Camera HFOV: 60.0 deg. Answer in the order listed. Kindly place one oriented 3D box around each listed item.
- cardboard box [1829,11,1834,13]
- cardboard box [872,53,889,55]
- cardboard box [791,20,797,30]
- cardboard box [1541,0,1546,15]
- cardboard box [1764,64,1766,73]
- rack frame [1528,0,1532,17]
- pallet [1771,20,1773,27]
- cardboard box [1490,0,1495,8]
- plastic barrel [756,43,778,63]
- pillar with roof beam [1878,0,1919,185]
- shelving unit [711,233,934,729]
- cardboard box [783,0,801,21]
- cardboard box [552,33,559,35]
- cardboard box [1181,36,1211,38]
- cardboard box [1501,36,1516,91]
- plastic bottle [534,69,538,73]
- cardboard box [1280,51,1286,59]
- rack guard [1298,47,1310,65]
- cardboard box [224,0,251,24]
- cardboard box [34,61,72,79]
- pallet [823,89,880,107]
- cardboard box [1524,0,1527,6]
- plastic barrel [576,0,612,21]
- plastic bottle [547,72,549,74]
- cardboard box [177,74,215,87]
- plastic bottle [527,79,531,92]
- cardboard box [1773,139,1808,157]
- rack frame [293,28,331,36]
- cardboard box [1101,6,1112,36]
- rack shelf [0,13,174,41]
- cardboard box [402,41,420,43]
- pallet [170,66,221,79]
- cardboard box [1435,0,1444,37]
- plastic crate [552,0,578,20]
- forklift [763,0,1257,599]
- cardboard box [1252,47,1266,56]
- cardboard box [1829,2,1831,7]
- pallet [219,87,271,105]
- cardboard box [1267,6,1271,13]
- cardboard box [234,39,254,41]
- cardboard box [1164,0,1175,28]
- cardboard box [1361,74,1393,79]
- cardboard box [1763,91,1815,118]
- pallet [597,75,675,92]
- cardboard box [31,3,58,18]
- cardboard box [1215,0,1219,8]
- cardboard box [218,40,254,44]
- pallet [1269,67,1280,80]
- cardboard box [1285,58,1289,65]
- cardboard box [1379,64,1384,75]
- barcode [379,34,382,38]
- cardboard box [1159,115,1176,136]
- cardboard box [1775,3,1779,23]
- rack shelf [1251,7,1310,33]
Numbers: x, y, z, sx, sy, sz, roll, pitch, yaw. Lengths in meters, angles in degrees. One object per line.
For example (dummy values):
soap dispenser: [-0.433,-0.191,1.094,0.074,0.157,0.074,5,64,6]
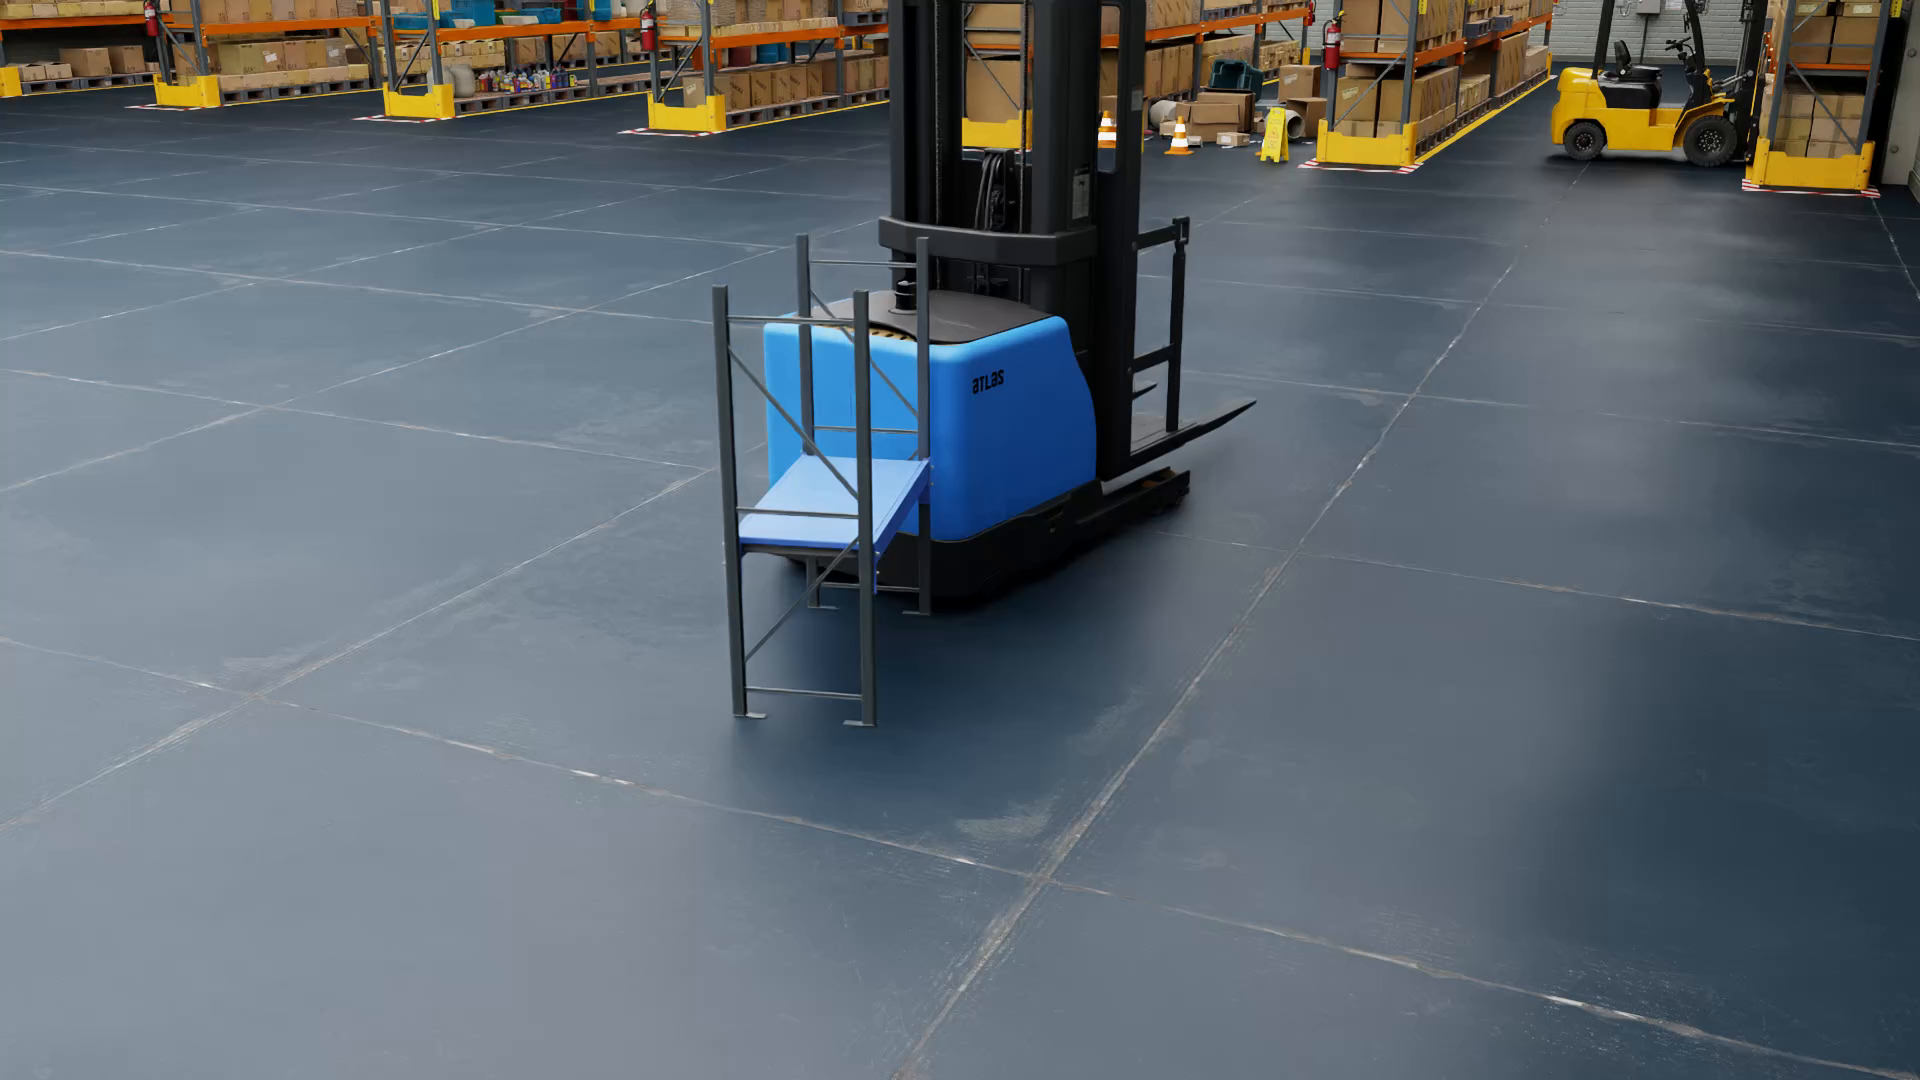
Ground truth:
cardboard box: [10.596,-6.033,19.806,0.500,0.500,0.500,9,21,24]
cardboard box: [-1.237,-8.539,30.075,0.700,0.500,0.500,7,21,18]
cardboard box: [-2.780,-8.065,26.046,0.380,0.149,0.250,9,21,23]
cardboard box: [10.975,-10.367,31.995,0.500,0.500,0.500,9,22,24]
cardboard box: [13.405,-7.500,27.186,0.500,0.500,0.500,8,21,21]
rack frame: [9.914,-9.751,30.410,1.000,3.000,0.127,9,21,23]
pallet: [13.598,-8.353,26.766,1.003,0.211,1.213,9,21,23]
cardboard box: [7.936,-8.422,25.454,0.500,0.500,0.500,7,21,19]
plastic barrel: [-4.174,-10.619,35.356,0.600,0.901,0.708,9,21,23]
pillar with roof beam: [6.710,-8.909,19.090,9.100,9.000,0.400,9,21,23]
shelving unit: [-0.449,-0.252,5.938,0.538,1.500,1.048,3,20,9]
cardboard box: [-2.993,-8.409,26.043,0.875,0.500,0.500,9,21,23]
cardboard box: [-9.198,-11.280,36.666,0.500,0.250,0.500,8,21,22]
cardboard box: [4.384,-9.265,31.028,0.500,0.250,0.500,9,22,25]
cardboard box: [9.004,-8.197,28.585,0.875,0.875,0.875,9,21,23]
plastic bottle: [-7.462,-8.118,29.216,0.061,0.283,0.133,9,21,23]
cardboard box: [6.505,-10.021,34.355,0.380,0.149,0.250,10,22,25]
rack guard: [6.963,-10.421,36.025,1.175,0.500,0.348,9,21,23]
cardboard box: [-12.664,-9.152,28.577,0.700,0.500,0.500,9,22,24]
cardboard box: [-16.999,-8.795,31.079,0.500,0.311,0.500,11,22,27]
pallet: [-2.086,-7.589,28.494,1.003,0.211,1.213,9,21,23]
cardboard box: [9.757,-9.594,29.447,0.500,0.250,0.500,9,22,24]
plastic barrel: [-6.487,-9.657,29.400,0.600,0.901,0.708,9,21,23]
plastic bottle: [-7.146,-7.986,28.857,0.152,0.276,0.135,9,21,23]
cardboard box: [-13.127,-7.910,28.710,0.500,0.250,0.500,9,21,23]
plastic bottle: [-7.311,-7.688,28.129,0.097,0.201,0.097,0,20,0]
cardboard box: [9.434,-4.492,19.100,0.500,0.250,0.500,9,21,23]
rack frame: [-14.322,-11.927,36.529,1.000,3.000,0.127,9,21,23]
cardboard box: [1.736,-7.739,24.529,0.875,0.550,0.550,9,21,23]
rack shelf: [-16.779,-9.754,31.492,1.077,0.370,4.000,9,21,23]
cardboard box: [-10.912,-9.821,33.246,0.500,0.311,0.500,8,21,22]
pallet: [-15.643,-9.628,34.228,1.003,0.211,1.213,9,21,23]
cardboard box: [5.864,-6.691,21.214,0.500,0.500,0.500,8,21,22]
plastic crate: [-7.003,-9.565,29.792,0.402,0.464,0.583,9,21,23]
forklift: [0.443,-1.580,7.538,1.130,2.935,3.031,13,24,33]
cardboard box: [5.854,-9.687,32.971,0.380,0.149,0.250,10,22,25]
cardboard box: [11.271,-6.845,21.121,0.380,0.149,0.250,8,21,22]
pallet: [-12.802,-7.729,28.885,1.003,0.211,1.213,9,21,23]
cardboard box: [5.987,-10.583,33.124,0.380,0.149,0.250,8,21,20]
cardboard box: [-15.262,-10.276,34.962,0.700,0.500,0.500,9,21,23]
cardboard box: [3.163,-8.587,26.988,0.500,0.500,0.500,9,21,24]
cardboard box: [5.301,-5.779,21.599,0.500,0.500,0.500,9,22,25]
cardboard box: [9.434,-4.960,18.923,0.500,0.250,0.500,9,22,25]
pallet: [-6.137,-8.651,31.478,1.003,0.211,1.213,9,21,23]
cardboard box: [-16.909,-9.686,30.423,0.500,0.250,0.500,8,21,21]
cardboard box: [4.415,-9.612,29.769,0.380,0.149,0.250,10,22,25]
cardboard box: [-12.733,-8.571,29.450,0.500,0.500,0.500,9,21,23]
pallet: [6.098,-9.670,34.344,1.003,0.211,1.213,9,21,23]
cardboard box: [6.633,-9.962,34.631,0.380,0.149,0.250,8,21,20]
cardboard box: [5.285,-6.122,21.597,0.380,0.149,0.250,9,21,24]
barcode: [-10.955,-9.528,31.426,0.001,0.075,0.075,9,21,23]
cardboard box: [3.057,-5.887,23.627,0.396,0.266,0.258,13,23,32]
cardboard box: [11.340,-7.134,22.529,0.500,0.250,0.500,8,21,21]
rack shelf: [6.176,-10.672,34.073,1.077,0.370,4.000,9,21,23]
